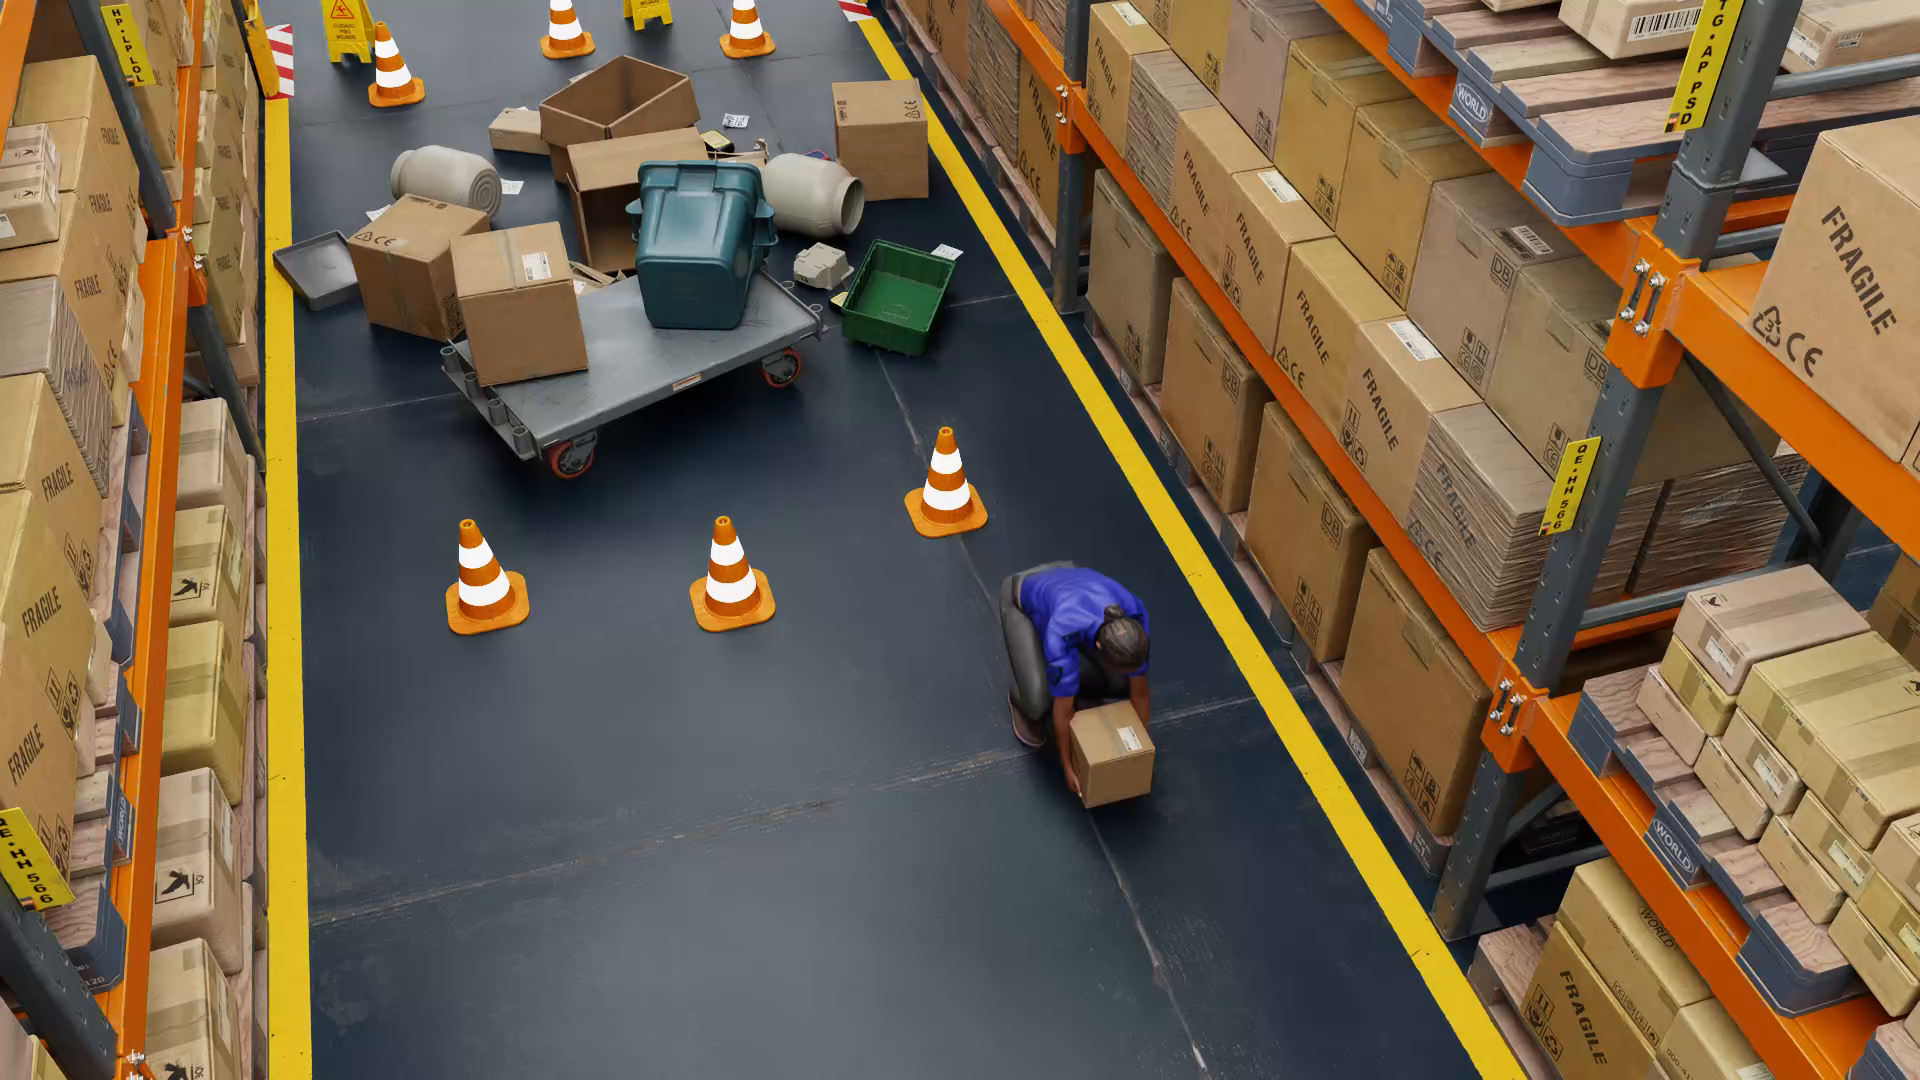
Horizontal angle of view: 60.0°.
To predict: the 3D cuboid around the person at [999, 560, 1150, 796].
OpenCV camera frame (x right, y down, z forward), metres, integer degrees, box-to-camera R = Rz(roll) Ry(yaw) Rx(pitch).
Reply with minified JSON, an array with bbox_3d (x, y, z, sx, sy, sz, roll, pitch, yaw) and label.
[{"bbox_3d":[0.441,0.459,6.205,0.465,0.936,0.865,-13,44,-14],"label":"person"}]
